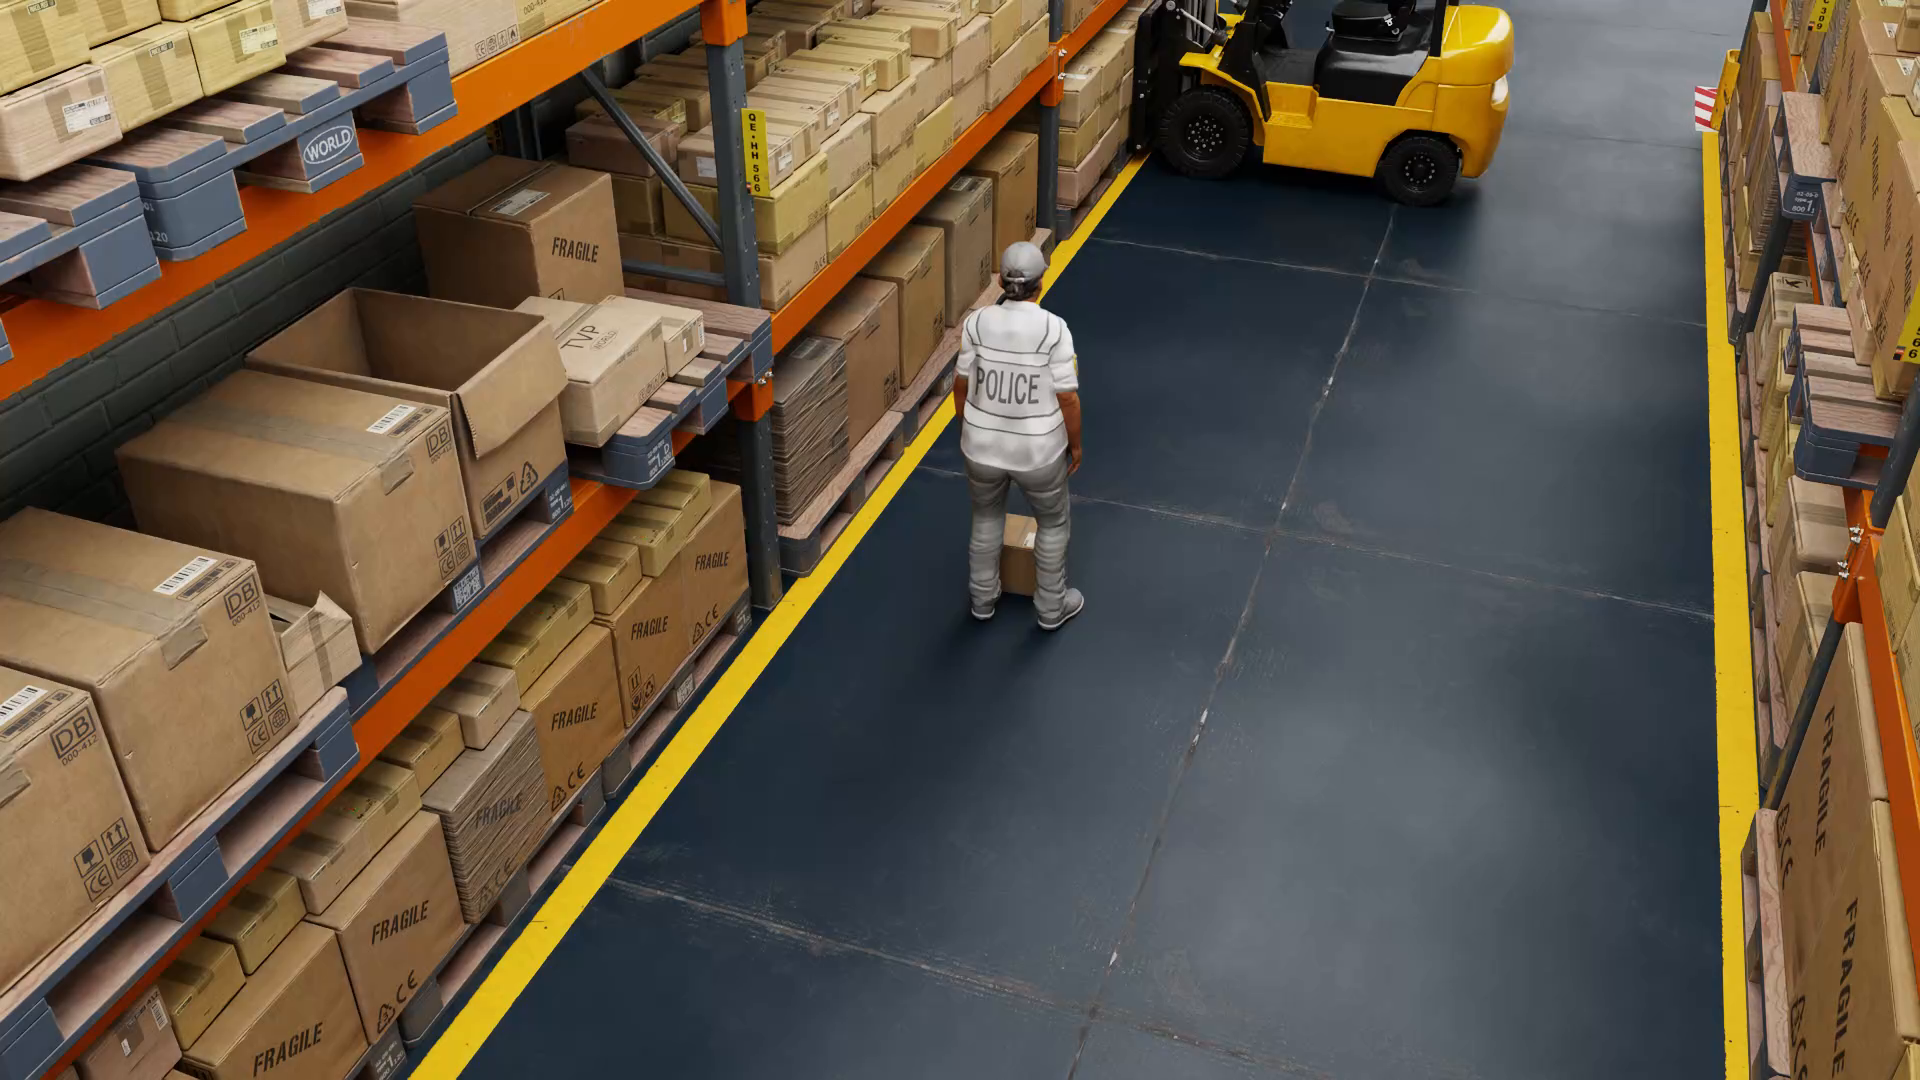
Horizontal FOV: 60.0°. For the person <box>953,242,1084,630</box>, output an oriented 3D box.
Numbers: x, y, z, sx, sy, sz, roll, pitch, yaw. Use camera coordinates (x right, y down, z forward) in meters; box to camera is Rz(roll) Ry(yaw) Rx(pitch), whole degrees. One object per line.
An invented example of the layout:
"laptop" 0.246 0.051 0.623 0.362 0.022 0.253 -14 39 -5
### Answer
"person" 0.246 -0.398 6.736 0.541 1.667 0.464 10 35 15
